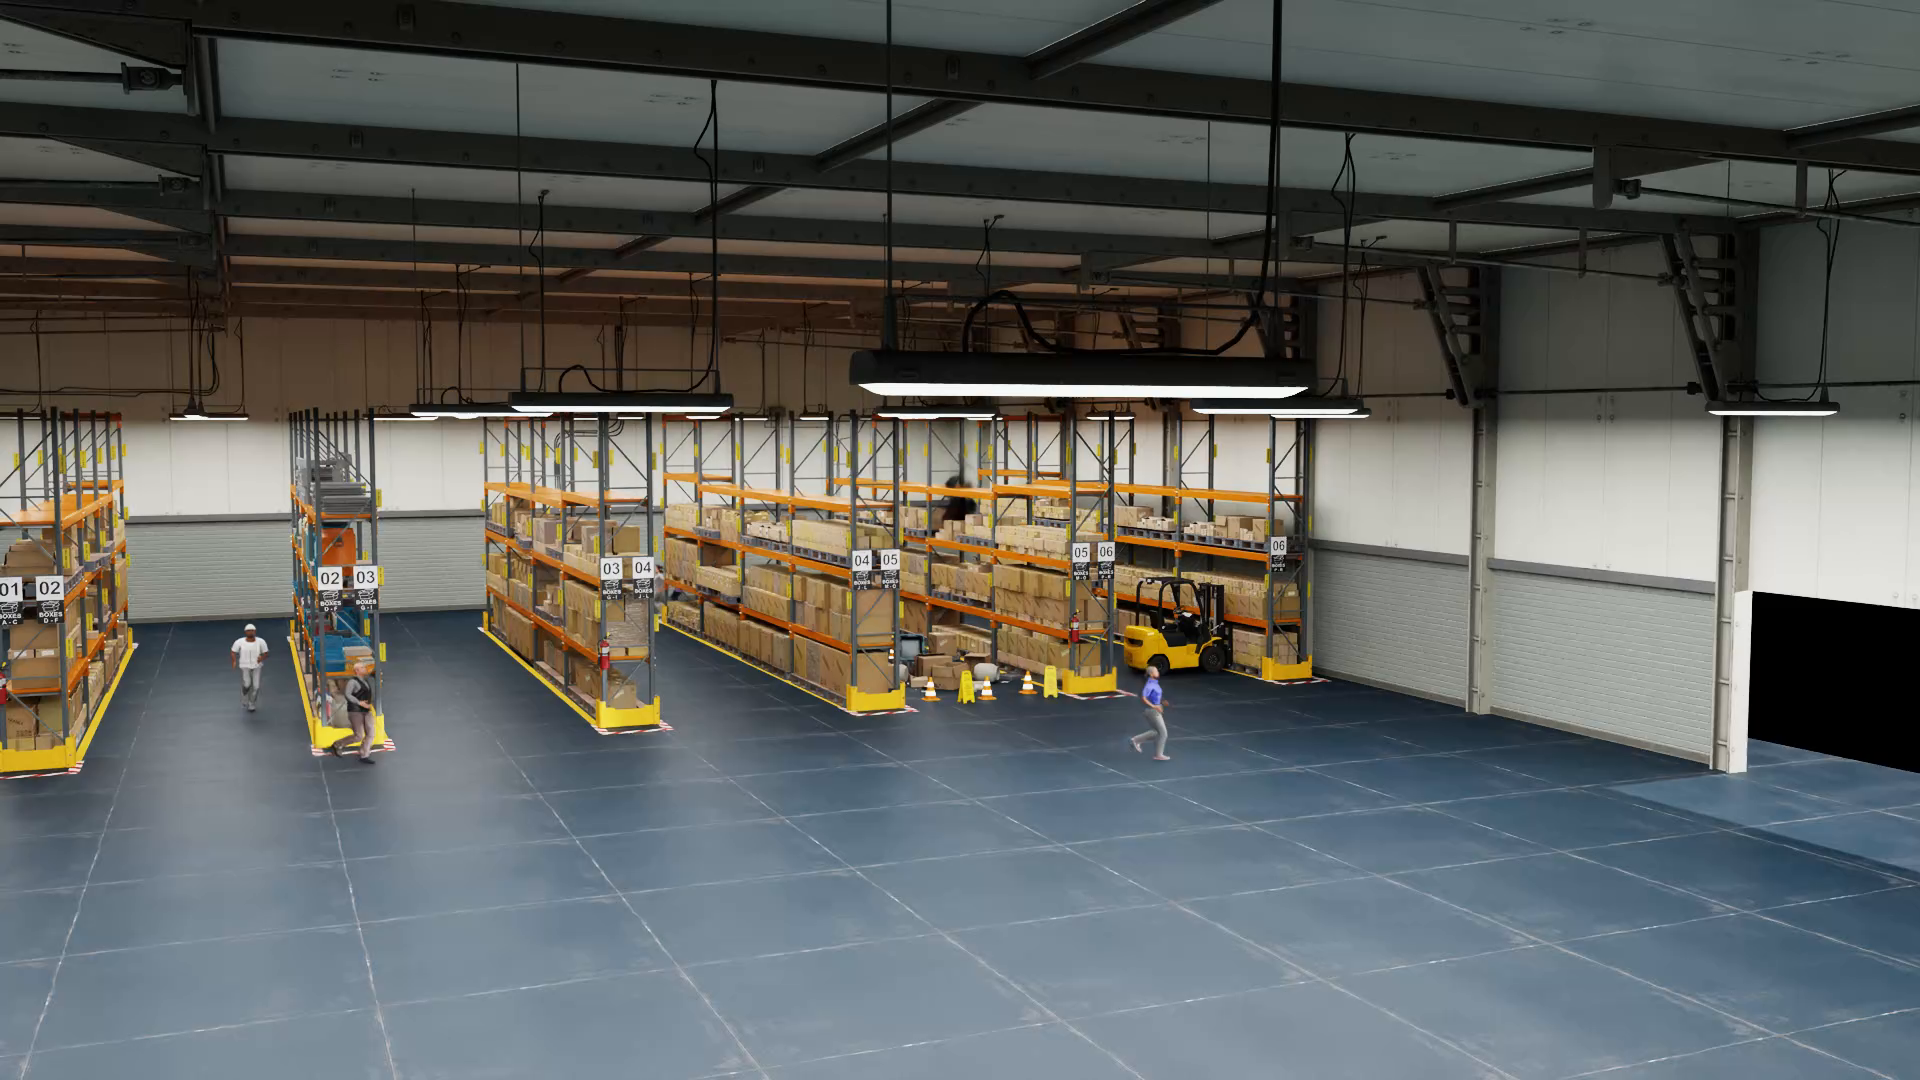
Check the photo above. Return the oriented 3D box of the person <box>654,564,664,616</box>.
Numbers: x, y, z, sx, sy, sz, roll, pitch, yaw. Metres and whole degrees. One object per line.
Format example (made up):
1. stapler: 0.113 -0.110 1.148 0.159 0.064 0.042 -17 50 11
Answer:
1. person: -8.957 1.497 49.055 0.672 1.594 0.719 -1 4 -17

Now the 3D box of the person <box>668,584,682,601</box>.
1. person: -8.436 1.514 49.127 0.607 1.547 0.552 -1 4 -20

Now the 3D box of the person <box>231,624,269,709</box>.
1. person: -14.096 2.528 33.047 0.683 1.720 0.628 -2 5 -28

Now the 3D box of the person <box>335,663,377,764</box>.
1. person: -10.163 2.924 28.107 0.676 1.690 0.684 1 4 8

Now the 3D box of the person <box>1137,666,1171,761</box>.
1. person: 3.284 2.939 28.264 0.599 1.604 0.575 1 4 14
